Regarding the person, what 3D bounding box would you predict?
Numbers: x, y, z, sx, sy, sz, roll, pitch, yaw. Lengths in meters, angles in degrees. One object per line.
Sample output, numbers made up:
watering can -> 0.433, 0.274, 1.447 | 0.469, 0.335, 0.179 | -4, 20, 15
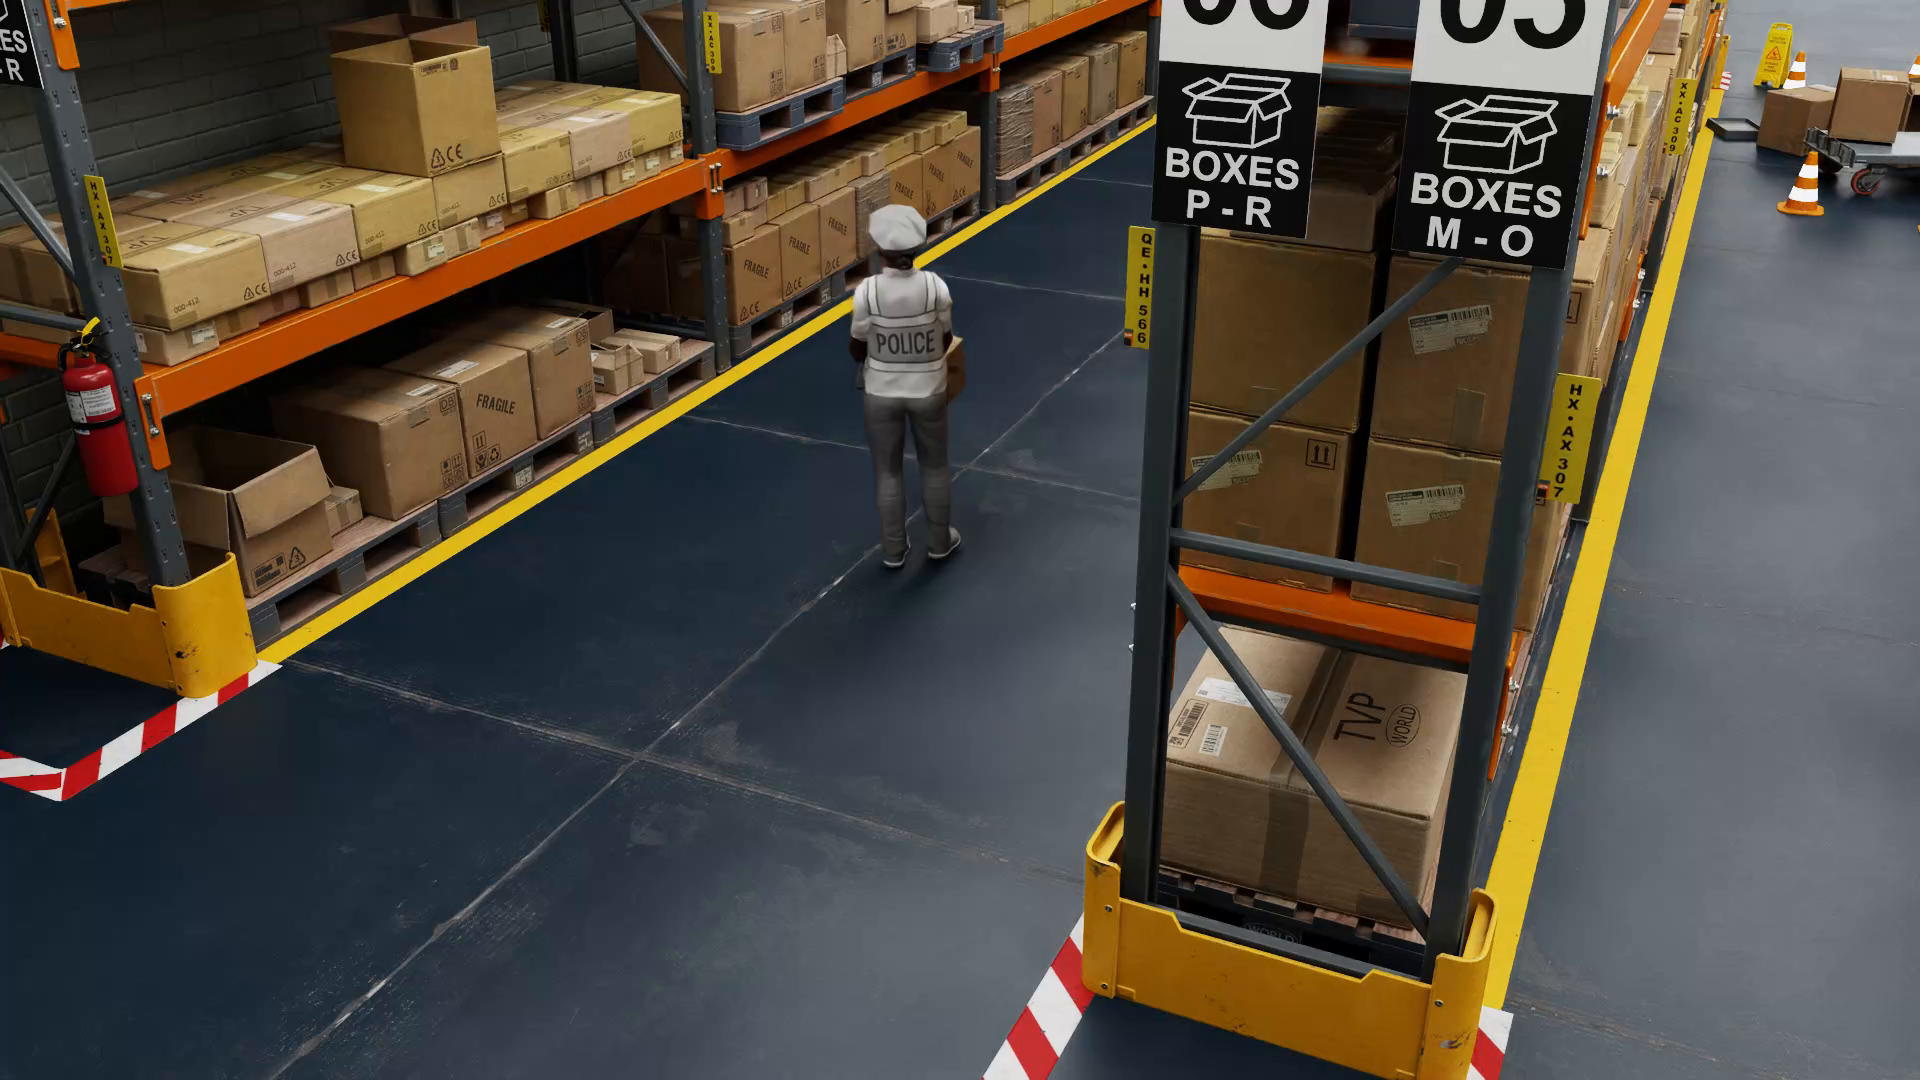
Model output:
person -> -0.231, -0.671, 7.422 | 0.513, 1.705, 0.466 | -4, 27, -7
